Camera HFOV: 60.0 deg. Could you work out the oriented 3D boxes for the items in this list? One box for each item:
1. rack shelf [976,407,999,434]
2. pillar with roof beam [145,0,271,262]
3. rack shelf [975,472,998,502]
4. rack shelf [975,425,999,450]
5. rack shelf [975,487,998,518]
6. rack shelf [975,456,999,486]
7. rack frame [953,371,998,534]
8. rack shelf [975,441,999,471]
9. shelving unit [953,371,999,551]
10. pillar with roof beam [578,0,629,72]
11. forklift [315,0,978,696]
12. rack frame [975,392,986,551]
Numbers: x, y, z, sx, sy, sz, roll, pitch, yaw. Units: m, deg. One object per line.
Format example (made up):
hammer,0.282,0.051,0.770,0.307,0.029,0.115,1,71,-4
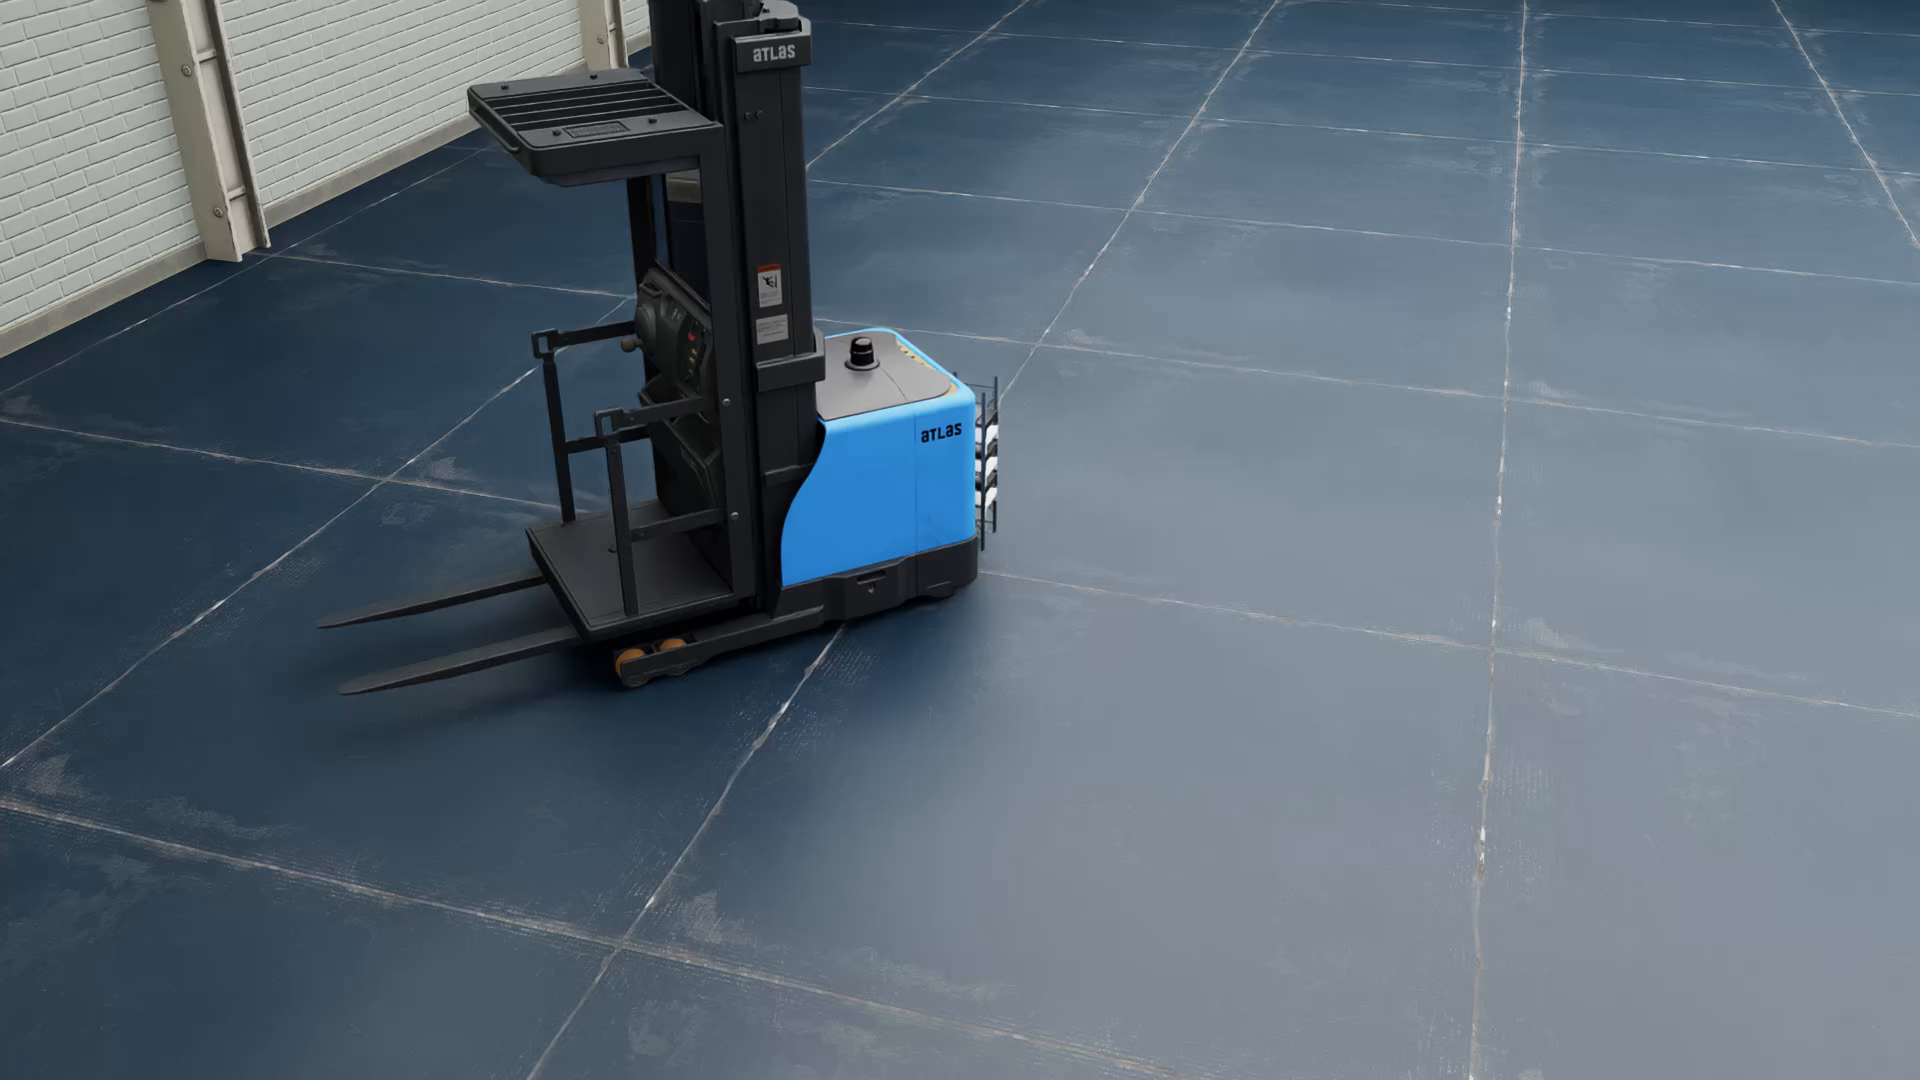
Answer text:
rack shelf,0.046,-0.607,8.428,0.258,0.077,0.200,9,30,16
pillar with roof beam,-1.405,-5.522,9.420,9.100,9.000,0.400,8,30,15
rack shelf,0.046,-0.292,8.603,0.258,0.077,0.200,9,30,16
rack shelf,0.046,-0.528,8.472,0.258,0.077,0.200,9,30,16
rack shelf,0.046,-0.213,8.647,0.258,0.077,0.200,9,30,16
rack shelf,0.046,-0.371,8.559,0.258,0.077,0.200,9,30,16
rack frame,0.078,-0.447,8.627,0.240,0.900,0.006,9,30,16
rack shelf,0.046,-0.449,8.516,0.258,0.077,0.200,9,30,16
shelving unit,0.046,-0.400,8.543,0.258,0.900,0.210,9,30,16
pillar with roof beam,0.356,-8.311,14.433,9.100,9.000,0.400,8,30,15
forklift,-1.460,-0.910,7.371,3.031,2.935,1.130,-14,32,-24
rack frame,0.014,-0.353,8.459,0.240,0.900,0.006,9,30,16
